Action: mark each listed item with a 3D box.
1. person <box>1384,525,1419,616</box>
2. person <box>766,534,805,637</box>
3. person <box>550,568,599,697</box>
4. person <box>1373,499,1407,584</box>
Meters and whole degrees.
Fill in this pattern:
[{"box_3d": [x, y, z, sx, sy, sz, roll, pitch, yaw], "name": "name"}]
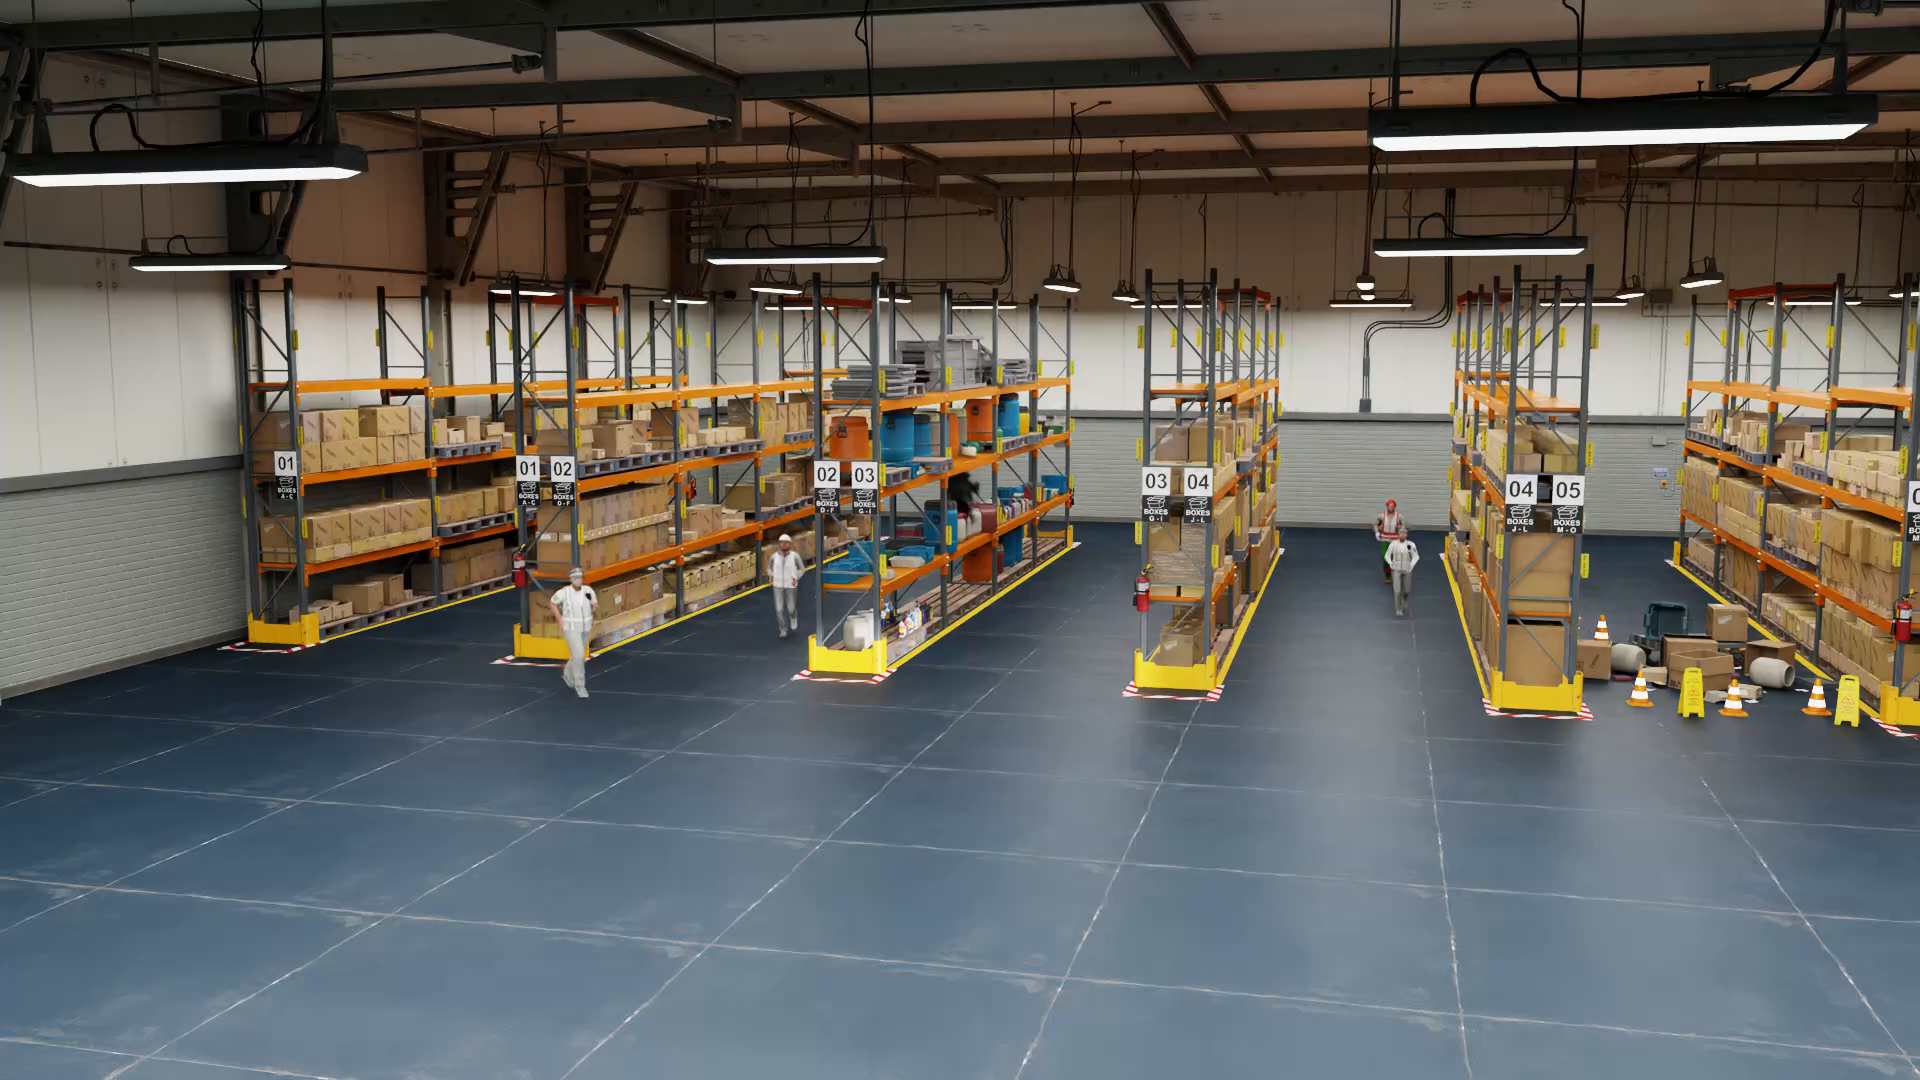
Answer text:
[{"box_3d": [8.053, 0.551, 30.337, 0.612, 1.648, 0.555, 2, 7, 13], "name": "person"}, {"box_3d": [-2.954, 0.766, 28.046, 0.657, 1.720, 0.611, 0, 7, 3], "name": "person"}, {"box_3d": [-5.450, 1.298, 23.724, 0.630, 1.852, 0.797, -7, 9, -44], "name": "person"}, {"box_3d": [8.864, 0.022, 34.319, 0.678, 1.745, 0.593, 2, 7, 20], "name": "person"}]
